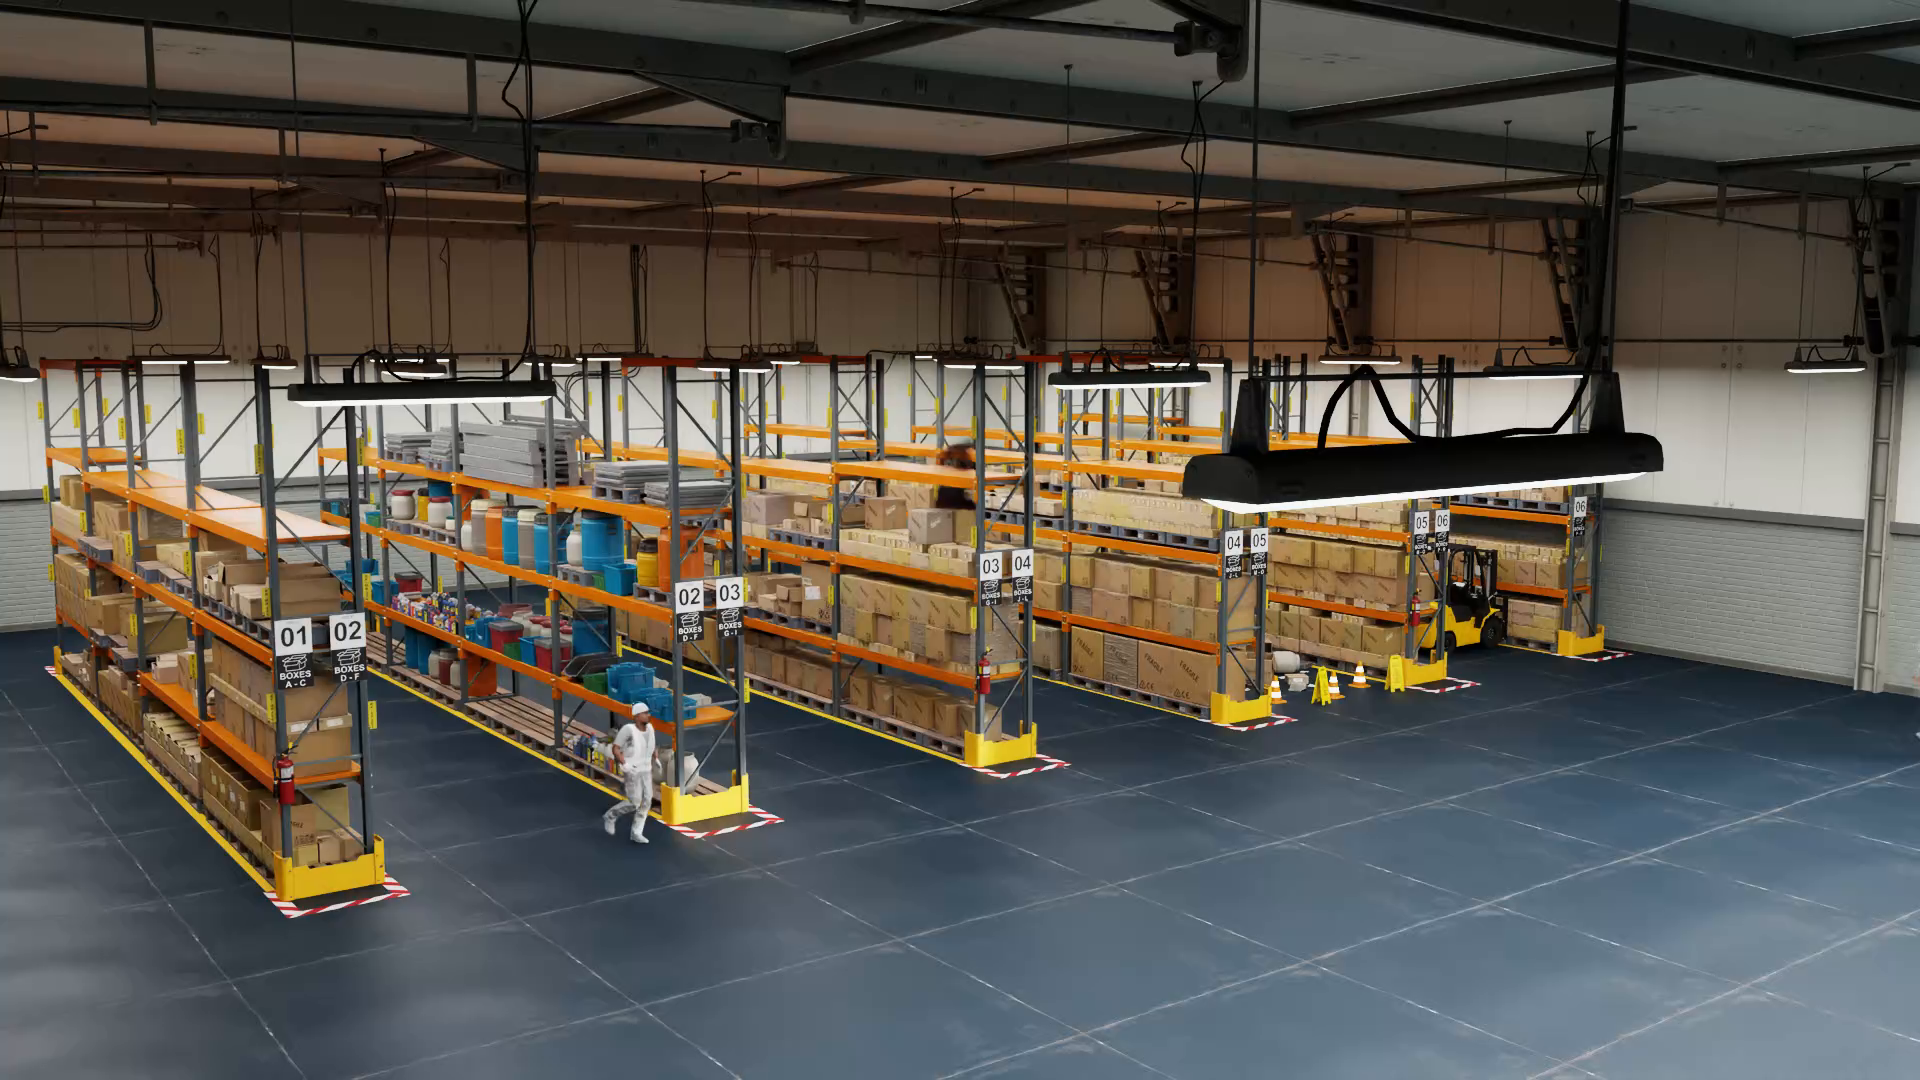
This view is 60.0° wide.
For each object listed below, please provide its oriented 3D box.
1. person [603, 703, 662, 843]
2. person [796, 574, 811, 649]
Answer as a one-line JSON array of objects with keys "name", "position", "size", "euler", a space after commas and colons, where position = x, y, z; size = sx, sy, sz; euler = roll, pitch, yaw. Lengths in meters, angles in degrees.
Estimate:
[{"name": "person", "position": [-4.125, 2.930, 21.208], "size": [0.664, 1.734, 0.719], "euler": [4, 8, 31]}, {"name": "person", "position": [-3.127, 1.522, 33.181], "size": [0.555, 1.727, 0.660], "euler": [-5, 9, -39]}]
